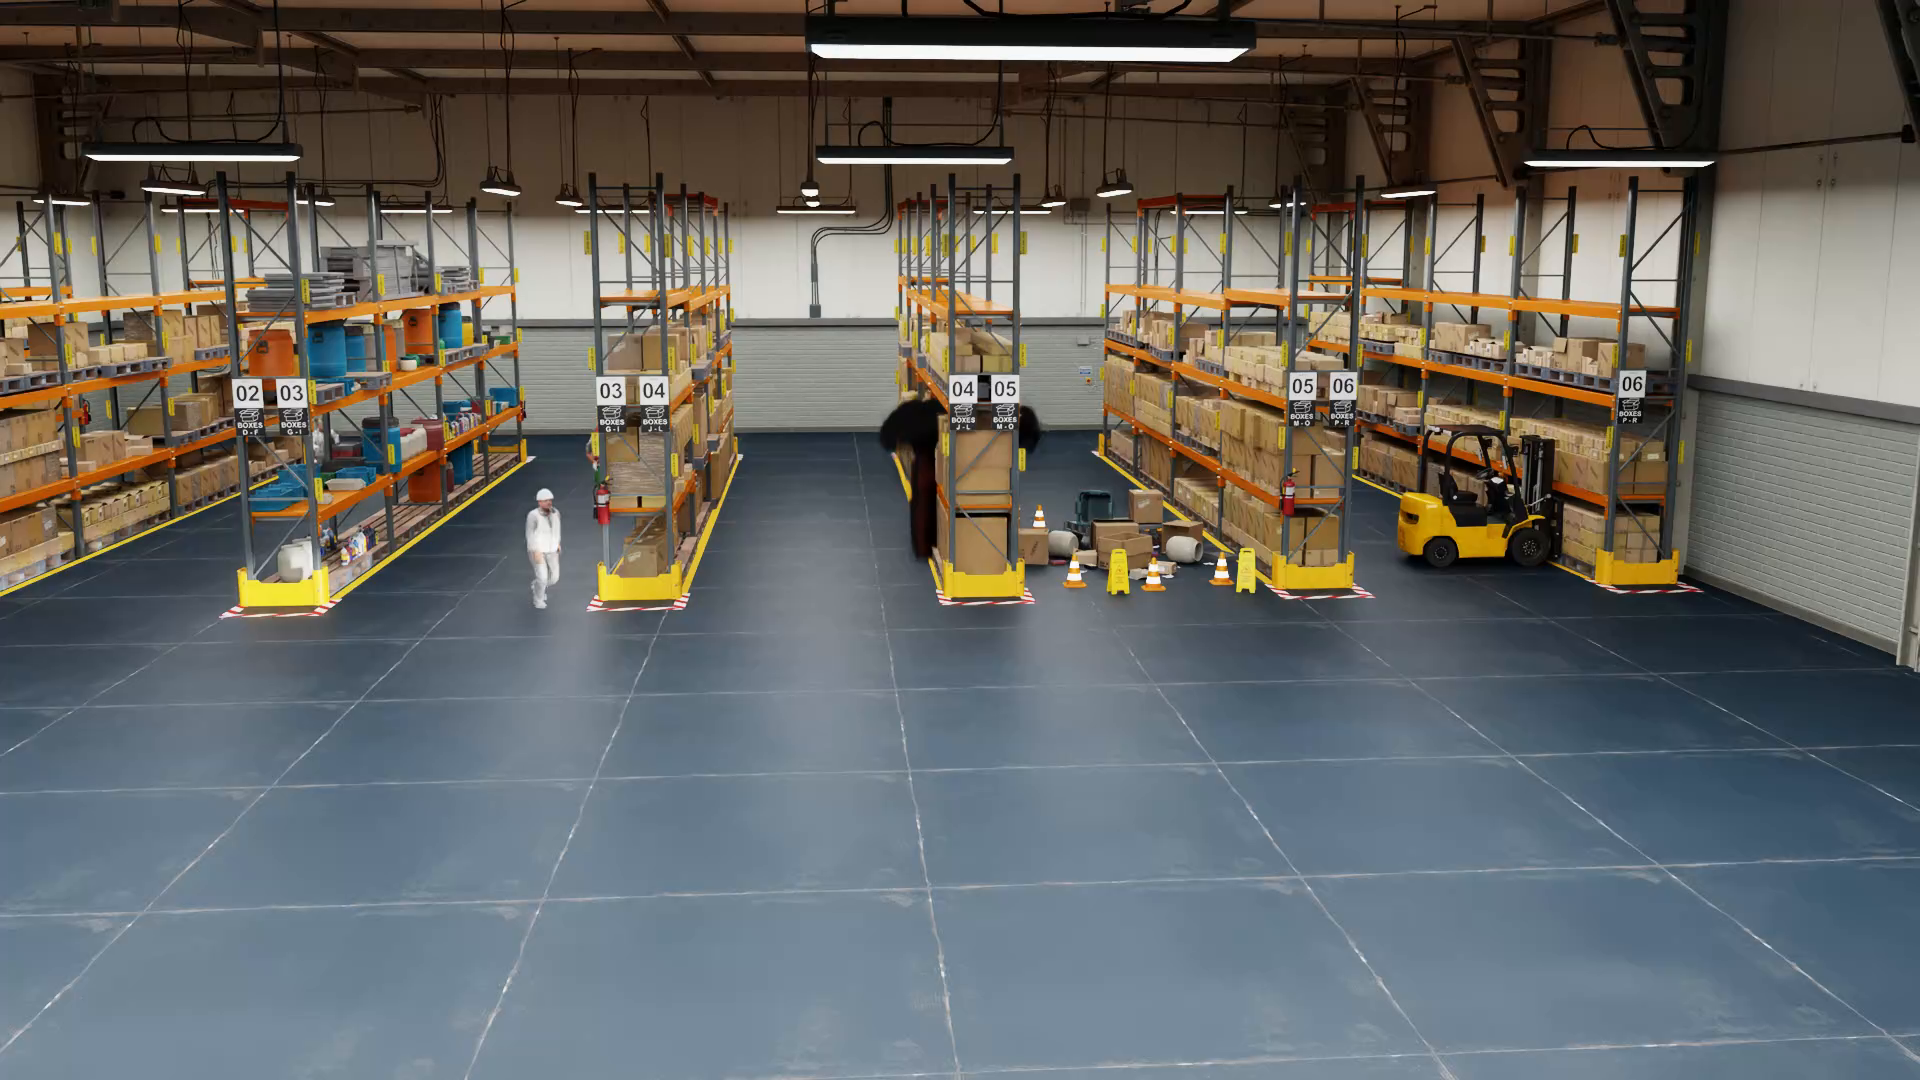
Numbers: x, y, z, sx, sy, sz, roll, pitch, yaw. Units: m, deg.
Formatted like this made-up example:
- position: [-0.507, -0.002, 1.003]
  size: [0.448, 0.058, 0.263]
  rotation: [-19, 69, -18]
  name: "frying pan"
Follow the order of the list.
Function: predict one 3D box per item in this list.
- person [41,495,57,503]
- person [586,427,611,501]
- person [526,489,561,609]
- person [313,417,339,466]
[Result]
- position: [-17.476, -1.366, 31.745]
  size: [0.556, 1.630, 0.799]
  rotation: [-4, 11, -22]
  name: "person"
- position: [-6.895, -1.429, 32.107]
  size: [0.667, 1.622, 0.942]
  rotation: [-5, 11, -25]
  name: "person"
- position: [-5.848, 0.109, 23.244]
  size: [0.718, 1.707, 0.642]
  rotation: [8, 13, 39]
  name: "person"
- position: [-12.898, -1.710, 33.757]
  size: [0.610, 1.615, 0.919]
  rotation: [-4, 11, -21]
  name: "person"
